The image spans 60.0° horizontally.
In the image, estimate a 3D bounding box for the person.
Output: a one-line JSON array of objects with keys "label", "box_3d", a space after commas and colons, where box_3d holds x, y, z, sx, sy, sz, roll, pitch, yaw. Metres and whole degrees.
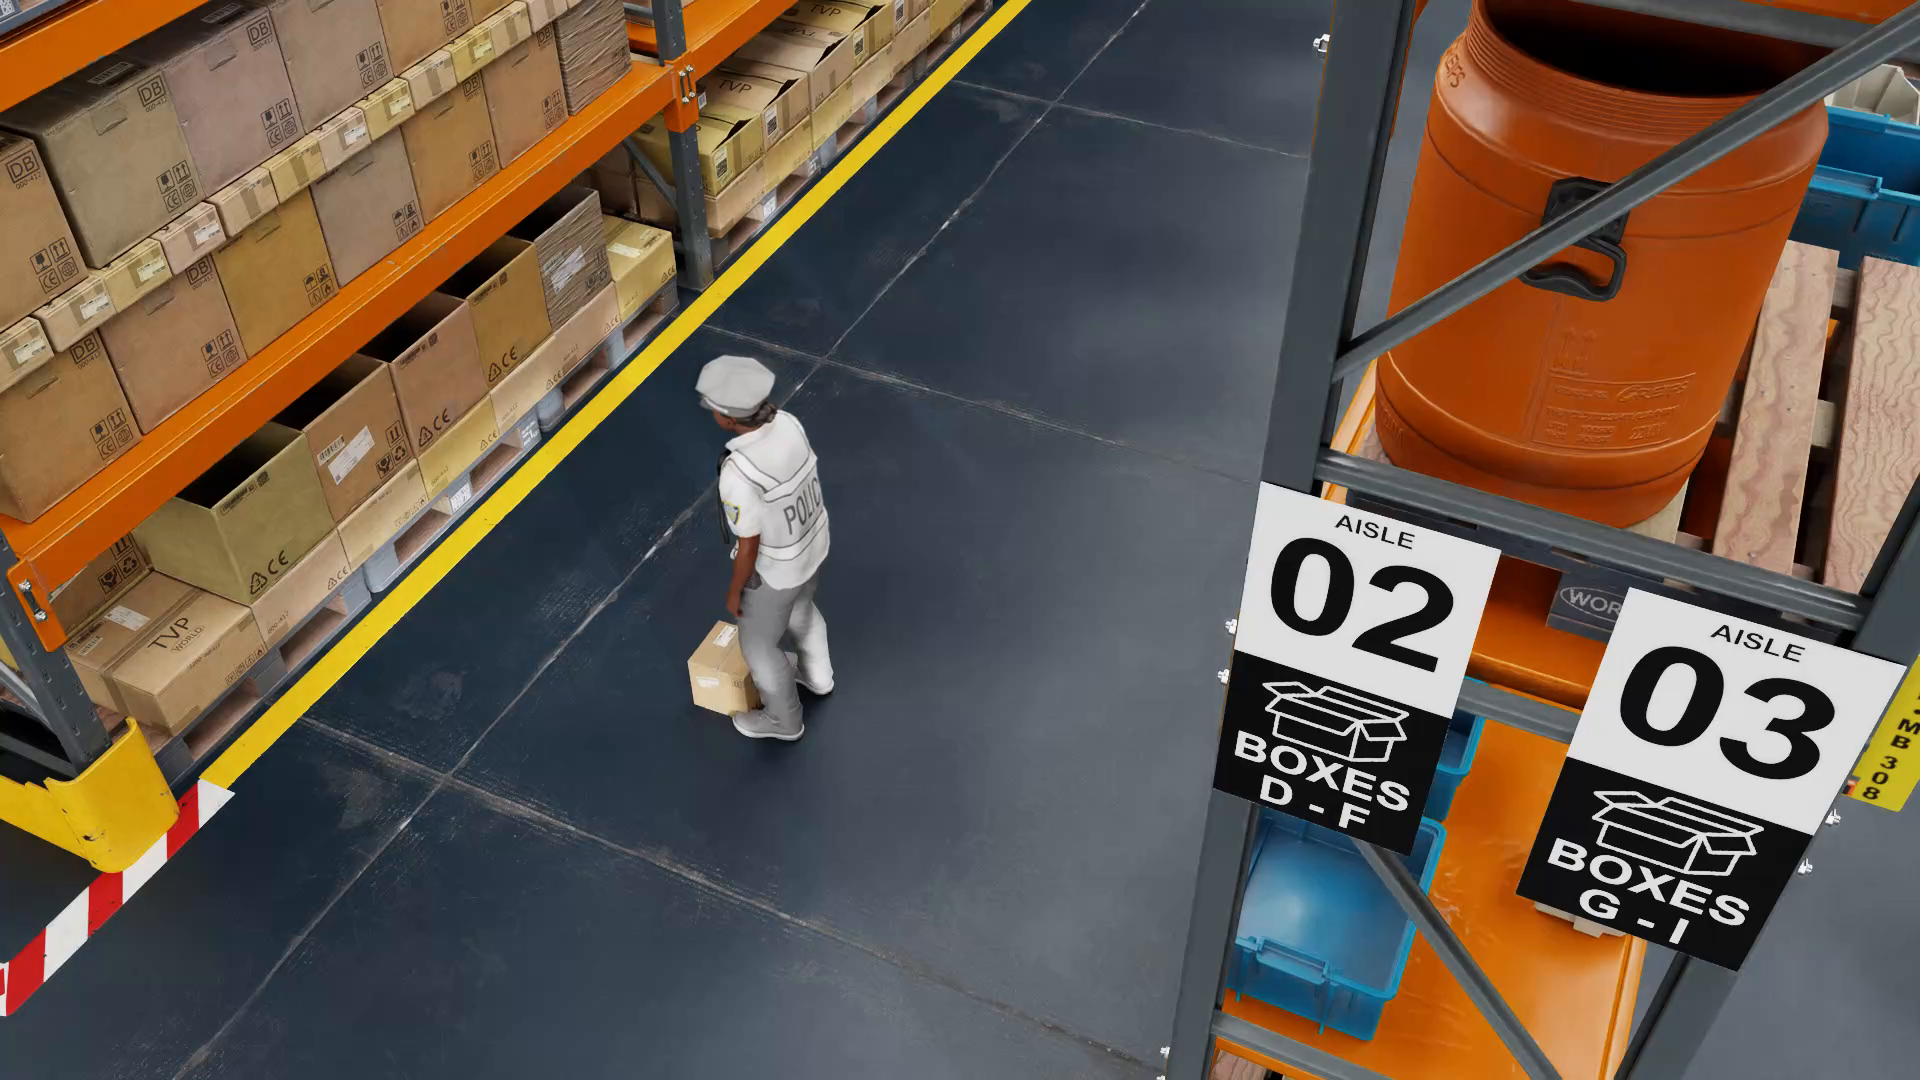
[{"label": "person", "box_3d": [-0.685, 0.060, 6.094, 0.392, 1.660, 0.506, 18, 45, 19]}]
